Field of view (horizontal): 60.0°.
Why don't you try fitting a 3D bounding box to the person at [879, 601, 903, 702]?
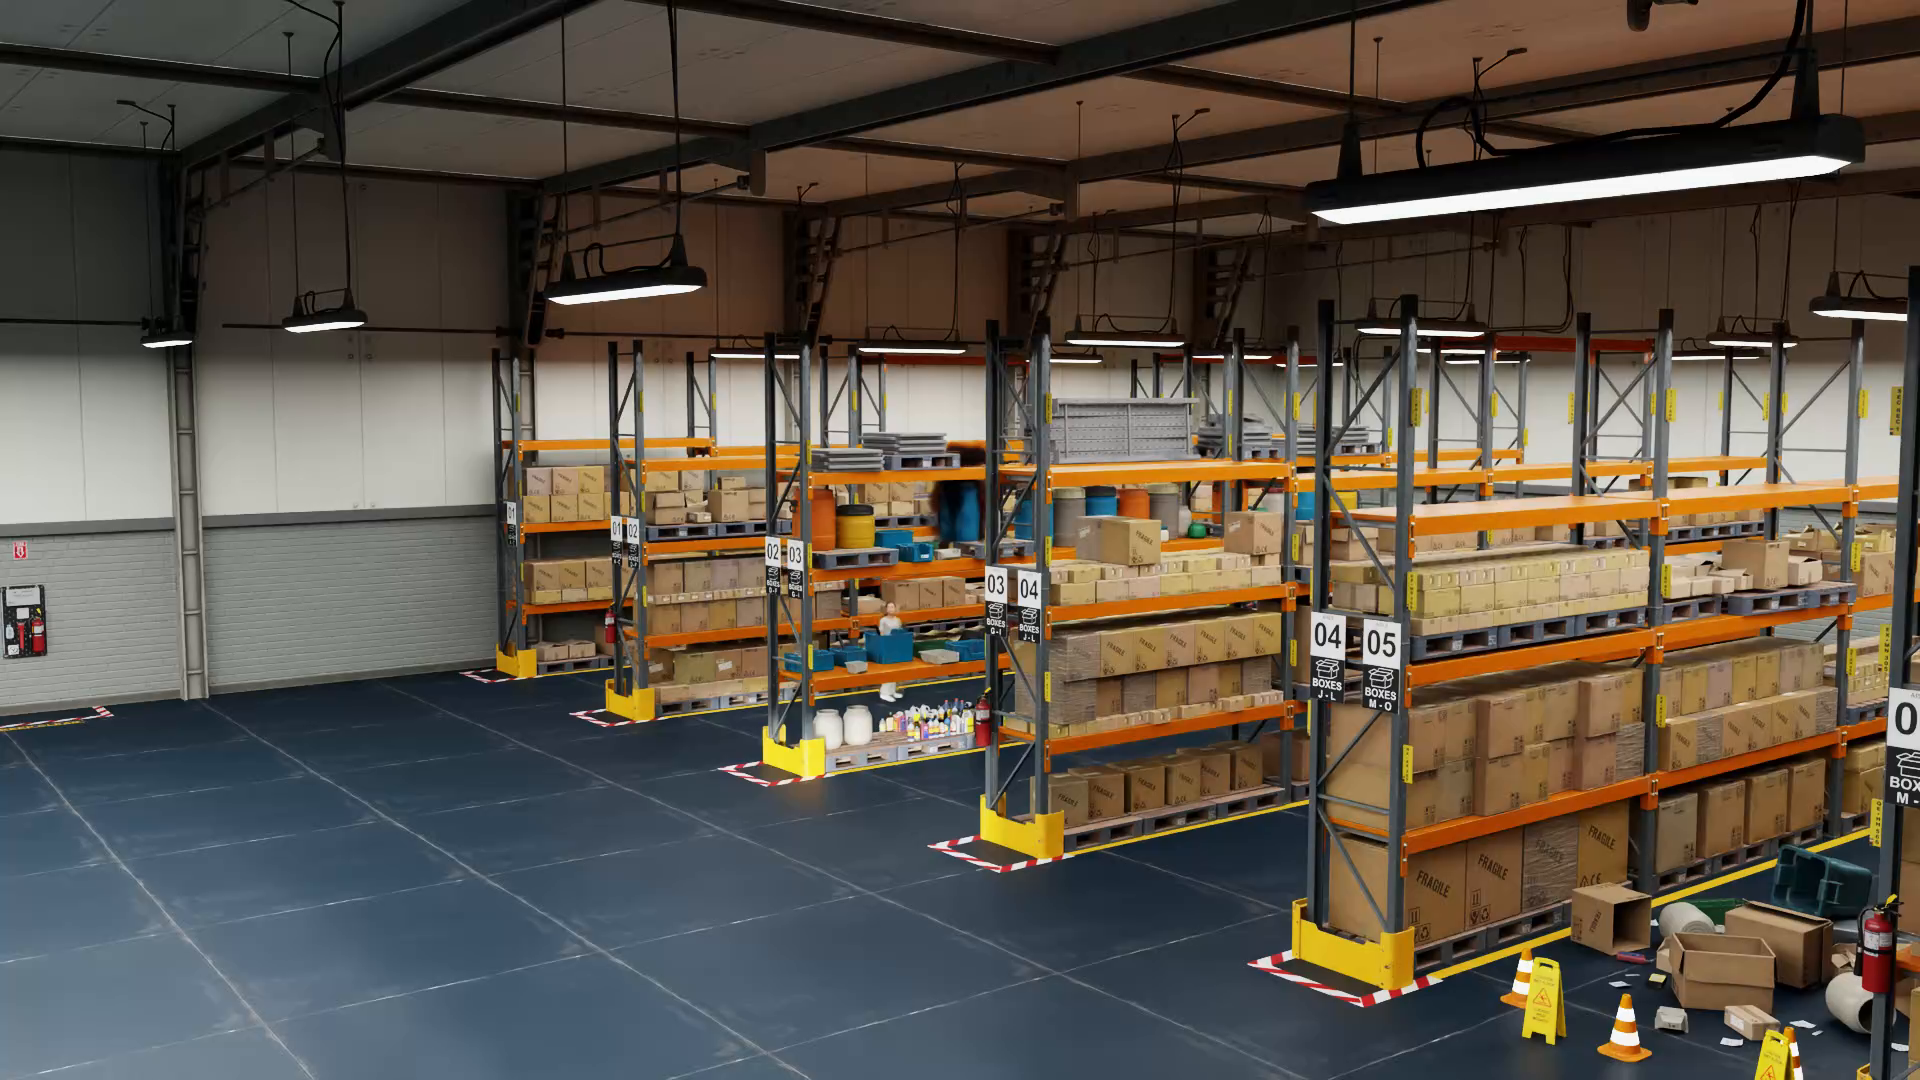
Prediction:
[{"bbox_3d":[-1.173,1.870,28.005,0.385,1.683,0.506,5,7,43],"label":"person"}]
